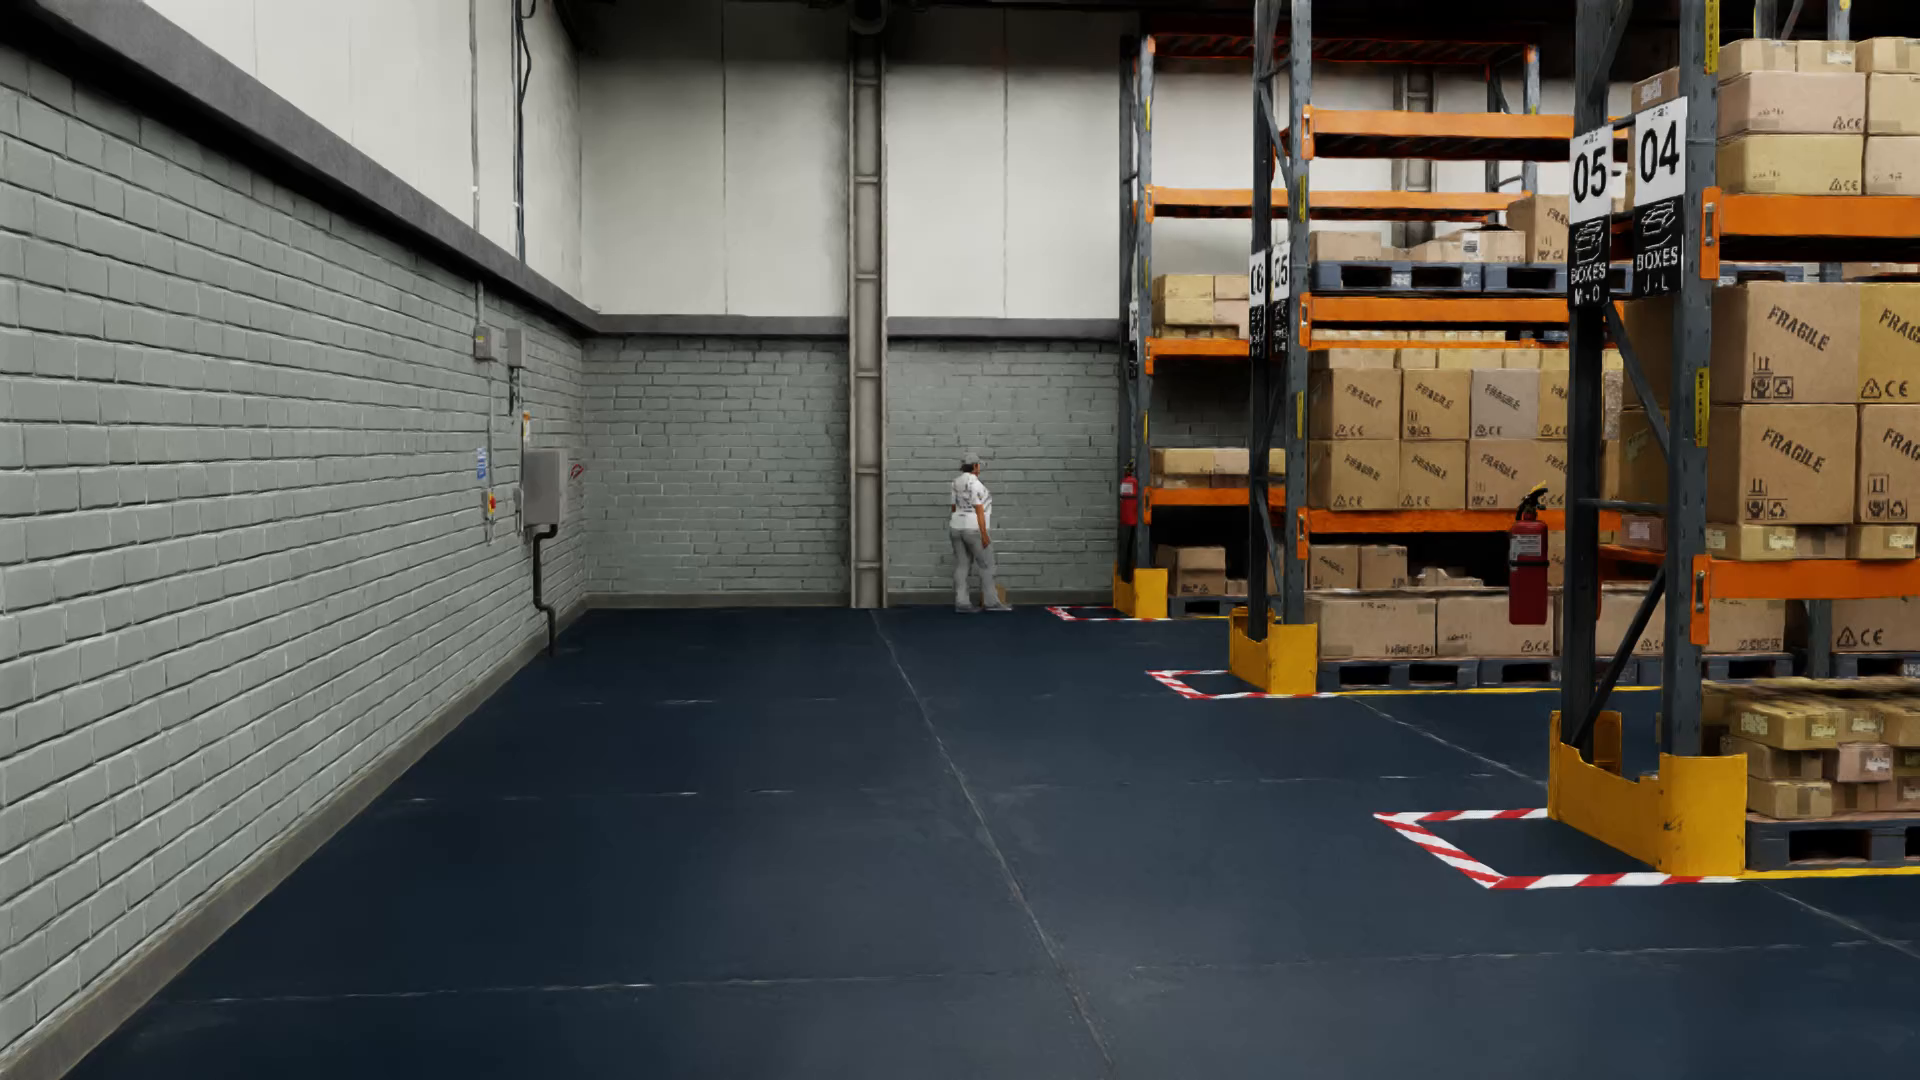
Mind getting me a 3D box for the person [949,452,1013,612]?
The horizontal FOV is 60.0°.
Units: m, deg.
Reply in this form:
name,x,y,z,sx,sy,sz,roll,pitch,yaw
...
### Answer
name,x,y,z,sx,sy,sz,roll,pitch,yaw
person,0.201,-0.085,17.265,0.600,1.656,0.493,-3,4,-39
